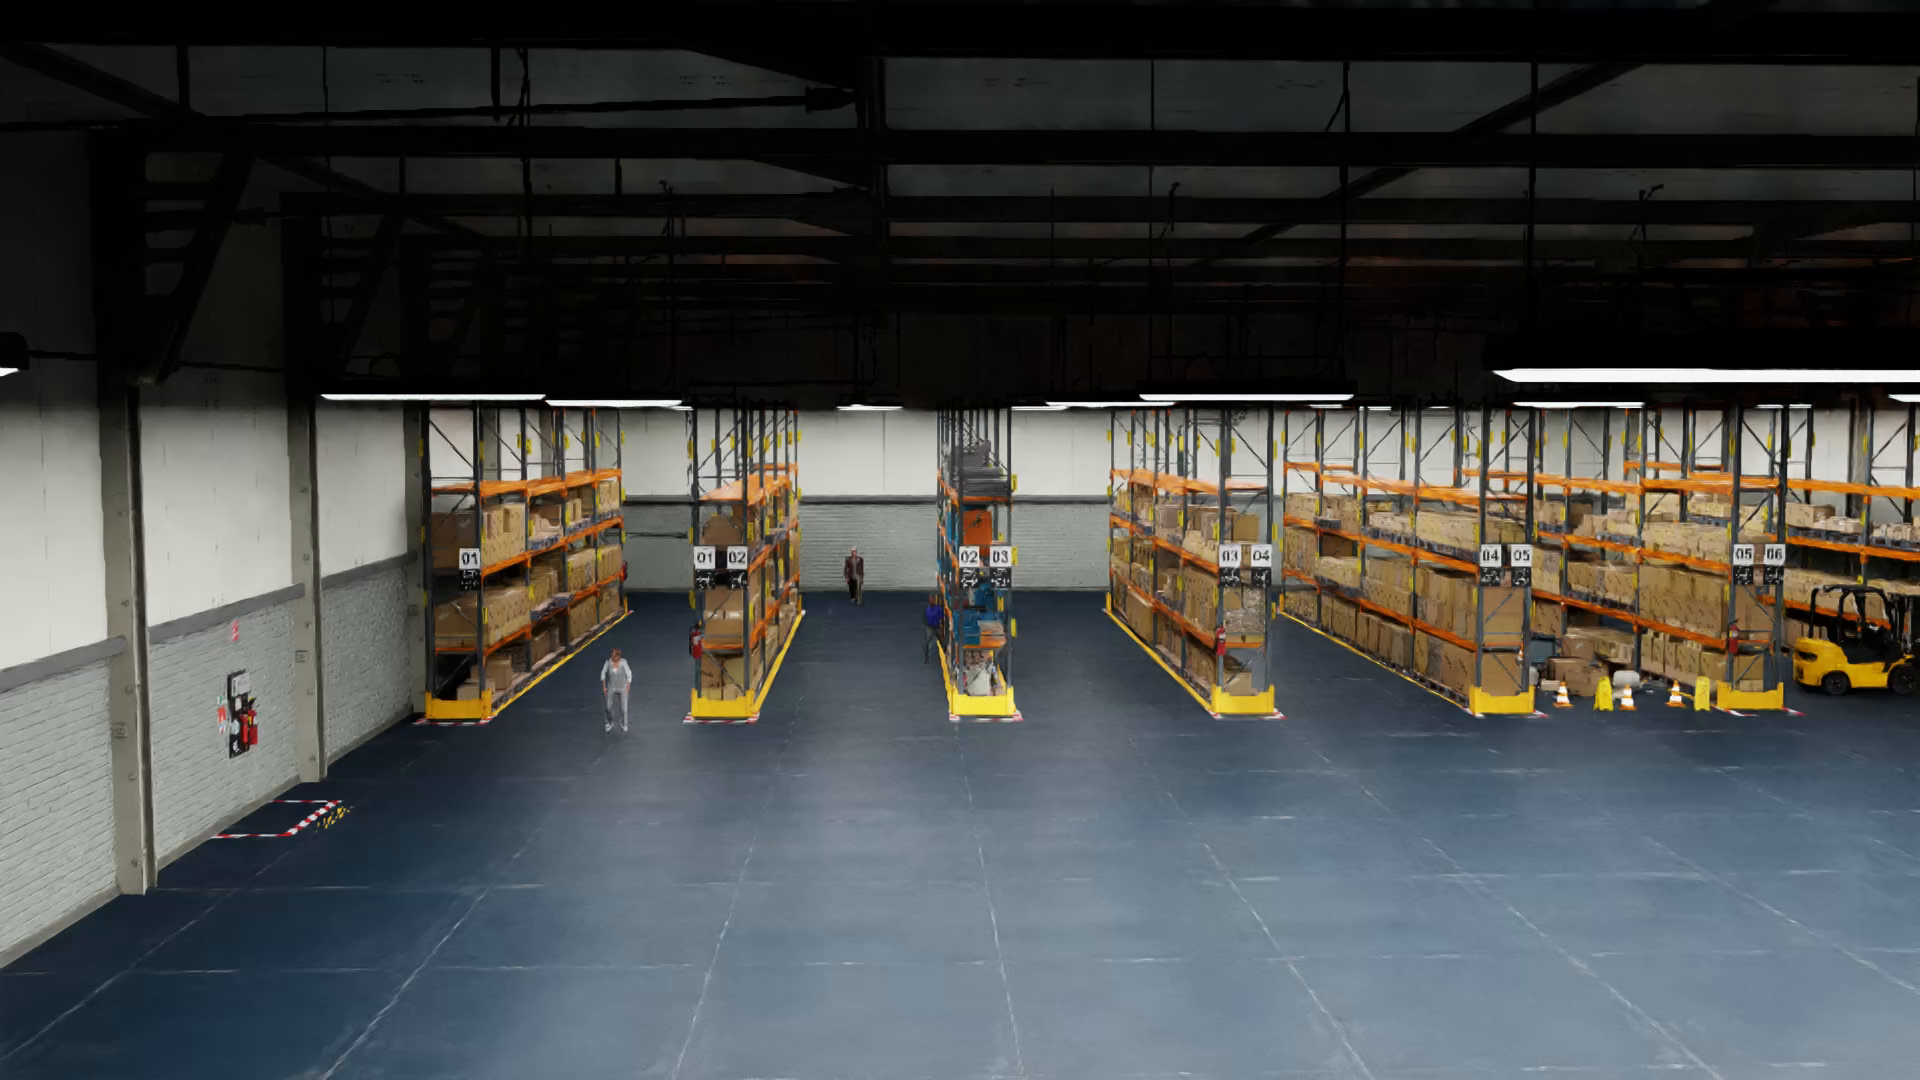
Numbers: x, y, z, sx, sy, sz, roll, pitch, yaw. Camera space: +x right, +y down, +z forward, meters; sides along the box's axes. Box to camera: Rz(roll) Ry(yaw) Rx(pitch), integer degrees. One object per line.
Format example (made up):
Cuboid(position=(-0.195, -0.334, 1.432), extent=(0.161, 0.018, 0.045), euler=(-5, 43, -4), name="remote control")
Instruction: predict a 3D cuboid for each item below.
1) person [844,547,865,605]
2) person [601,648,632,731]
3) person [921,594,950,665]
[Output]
Cuboid(position=(-3.132, 1.055, 49.226), extent=(0.598, 1.698, 1.193), euler=(0, 4, 0), name="person")
Cuboid(position=(-6.136, 2.665, 29.716), extent=(0.566, 1.541, 0.519), euler=(0, 4, -4), name="person")
Cuboid(position=(-0.553, 2.010, 37.692), extent=(0.504, 1.589, 0.945), euler=(1, 5, 18), name="person")
